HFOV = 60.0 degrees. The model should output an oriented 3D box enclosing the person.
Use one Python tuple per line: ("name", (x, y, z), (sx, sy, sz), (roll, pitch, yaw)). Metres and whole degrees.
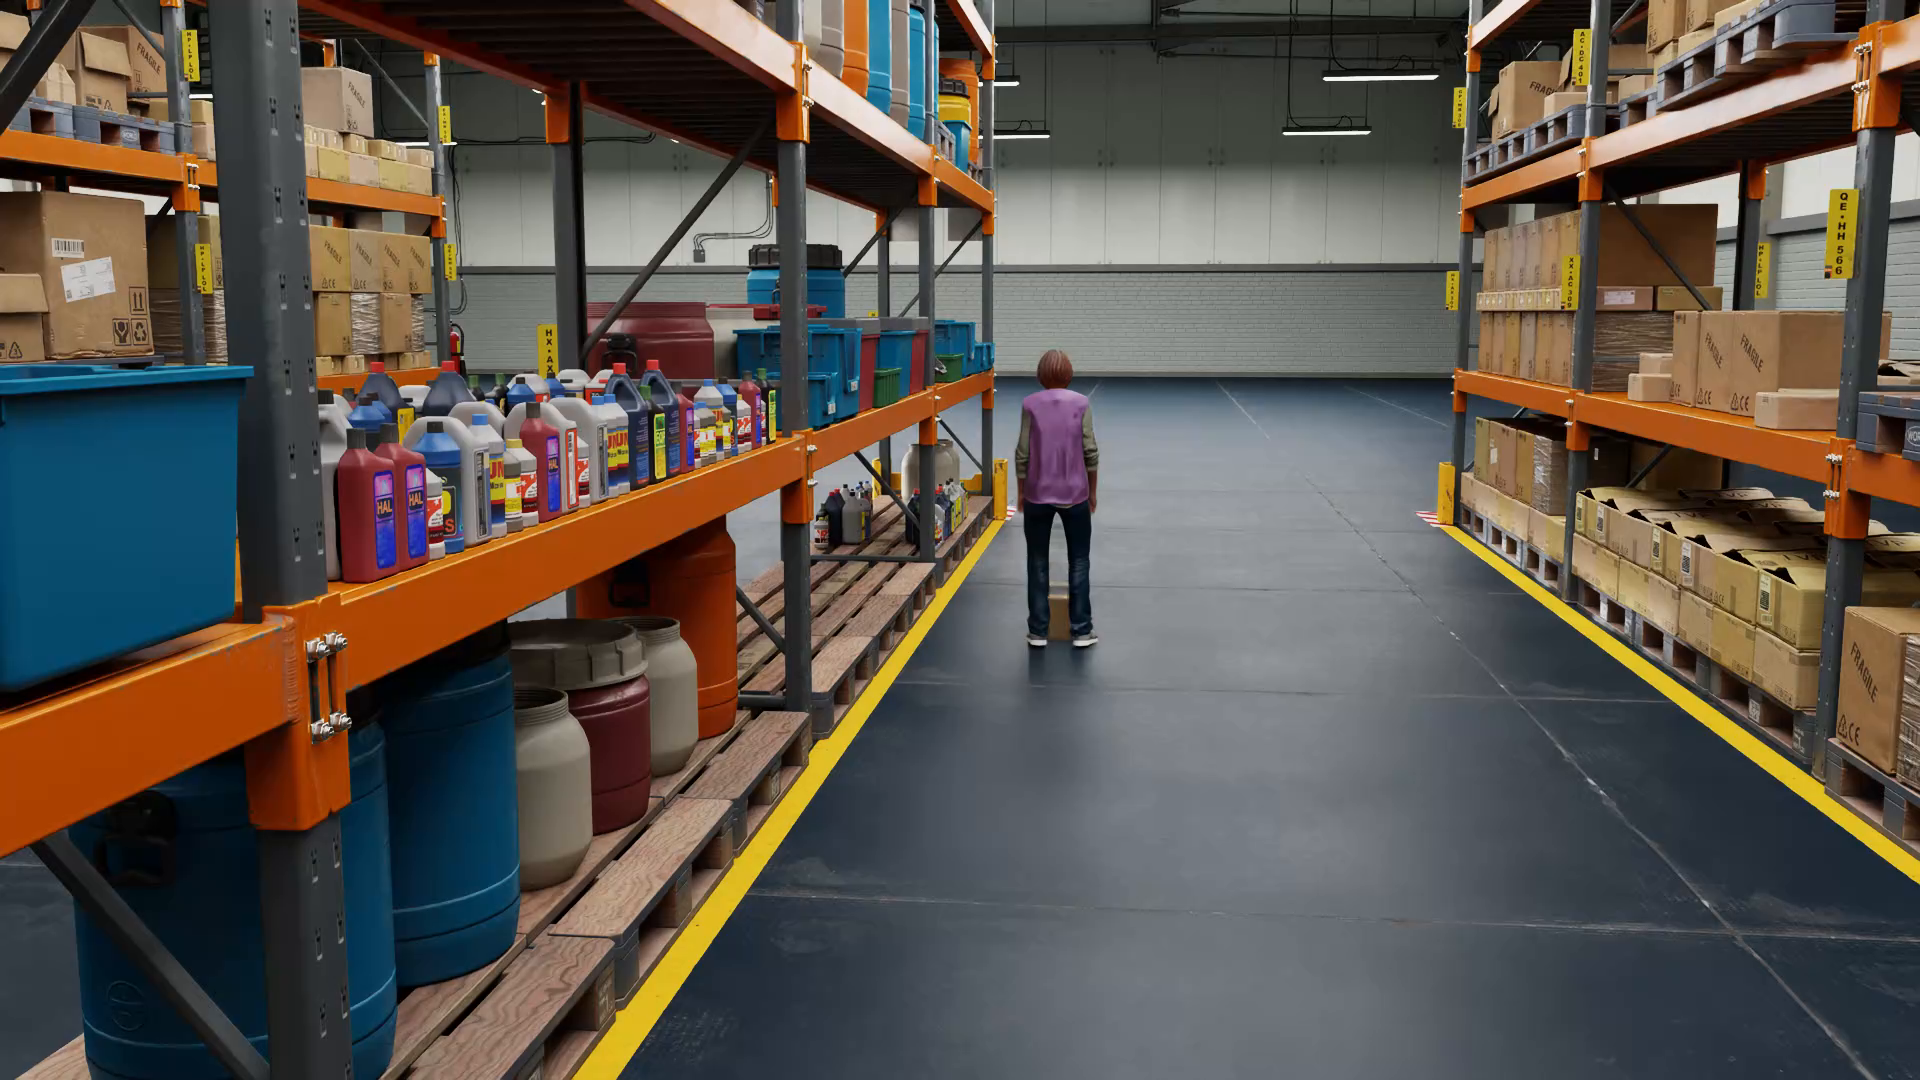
("person", (0.520, -0.217, 8.927), (0.460, 1.594, 0.338), (1, 8, 4))
